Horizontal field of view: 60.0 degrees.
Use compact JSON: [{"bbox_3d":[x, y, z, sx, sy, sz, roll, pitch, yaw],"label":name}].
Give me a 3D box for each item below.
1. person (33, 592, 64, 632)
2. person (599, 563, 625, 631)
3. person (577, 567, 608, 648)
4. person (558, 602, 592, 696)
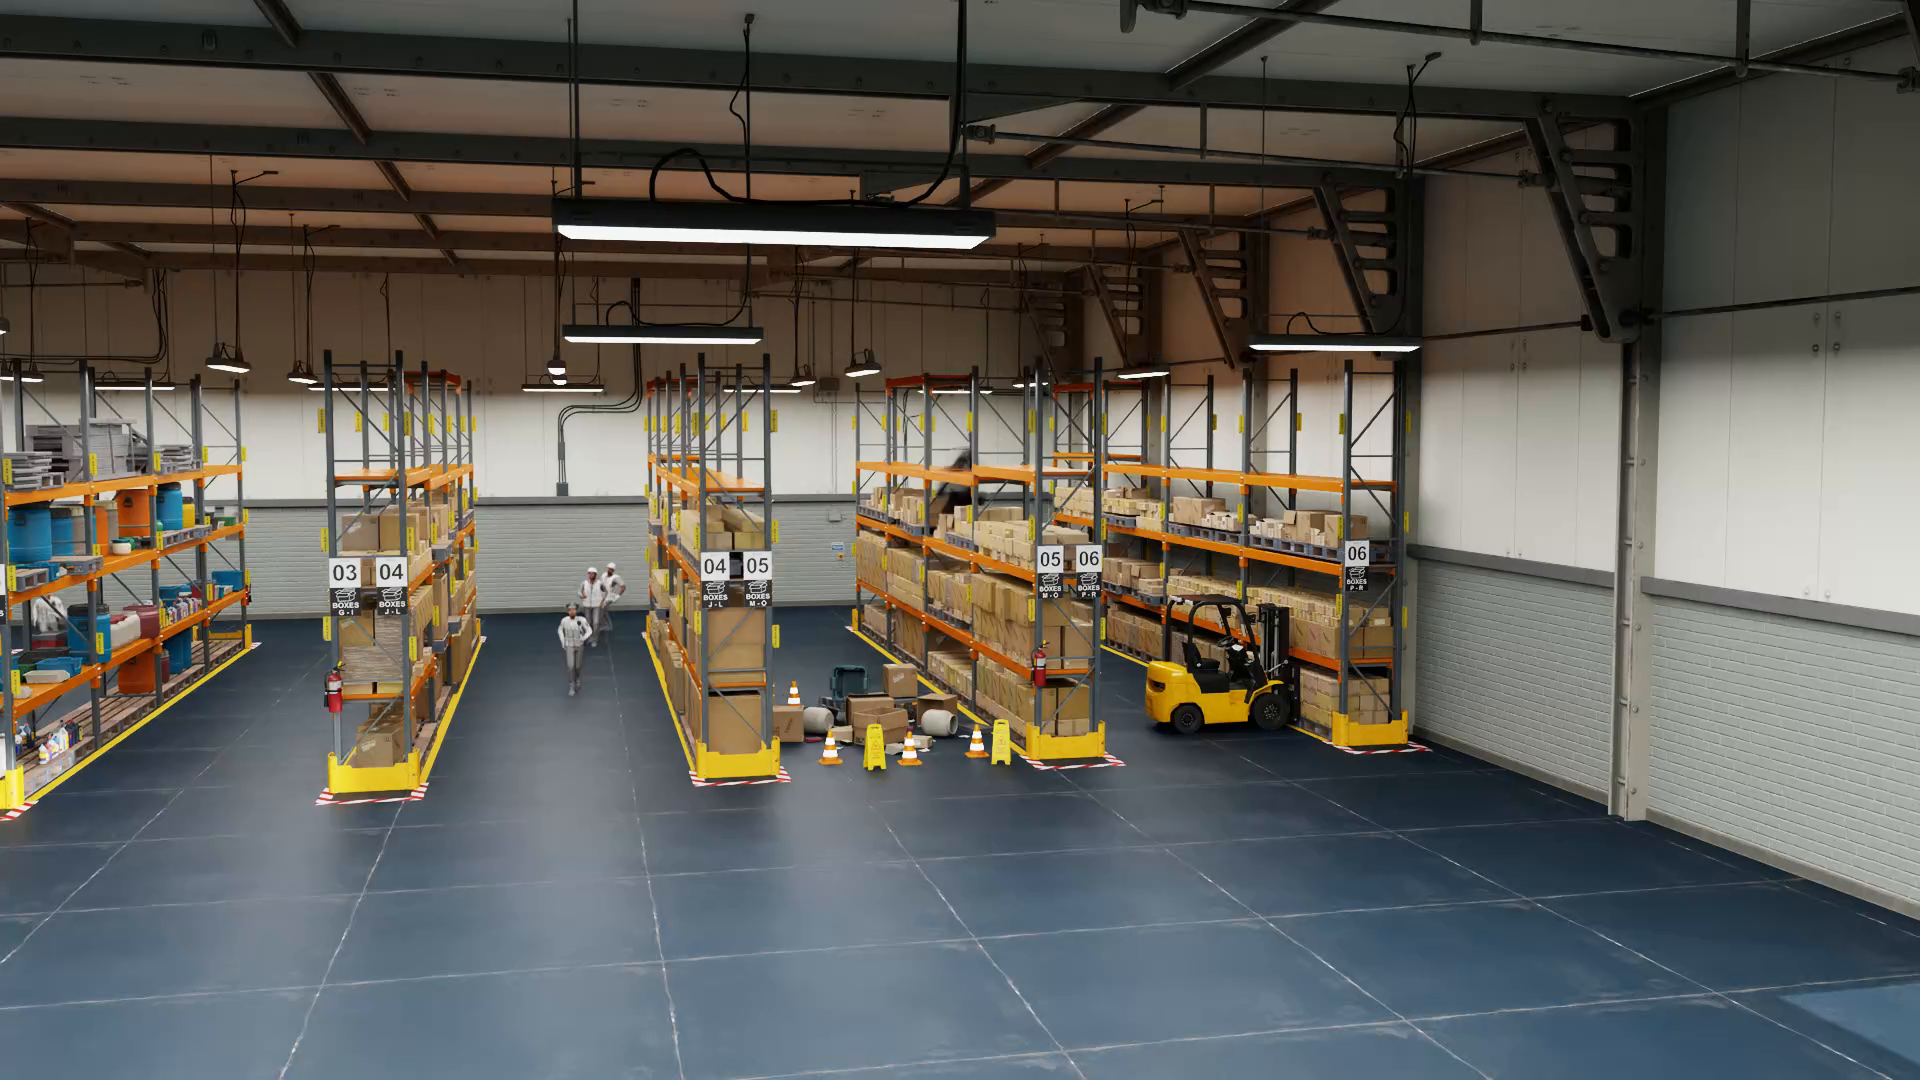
[{"bbox_3d":[-18.884,1.767,34.456,0.573,1.739,0.797,-2,4,-27],"label":"person"},{"bbox_3d":[-8.511,1.404,39.747,0.805,1.718,0.807,-3,5,-33],"label":"person"},{"bbox_3d":[-8.297,1.508,37.493,0.668,1.788,0.836,0,4,-2],"label":"person"},{"bbox_3d":[-7.175,2.013,31.029,0.631,1.743,0.750,-1,4,-11],"label":"person"}]
